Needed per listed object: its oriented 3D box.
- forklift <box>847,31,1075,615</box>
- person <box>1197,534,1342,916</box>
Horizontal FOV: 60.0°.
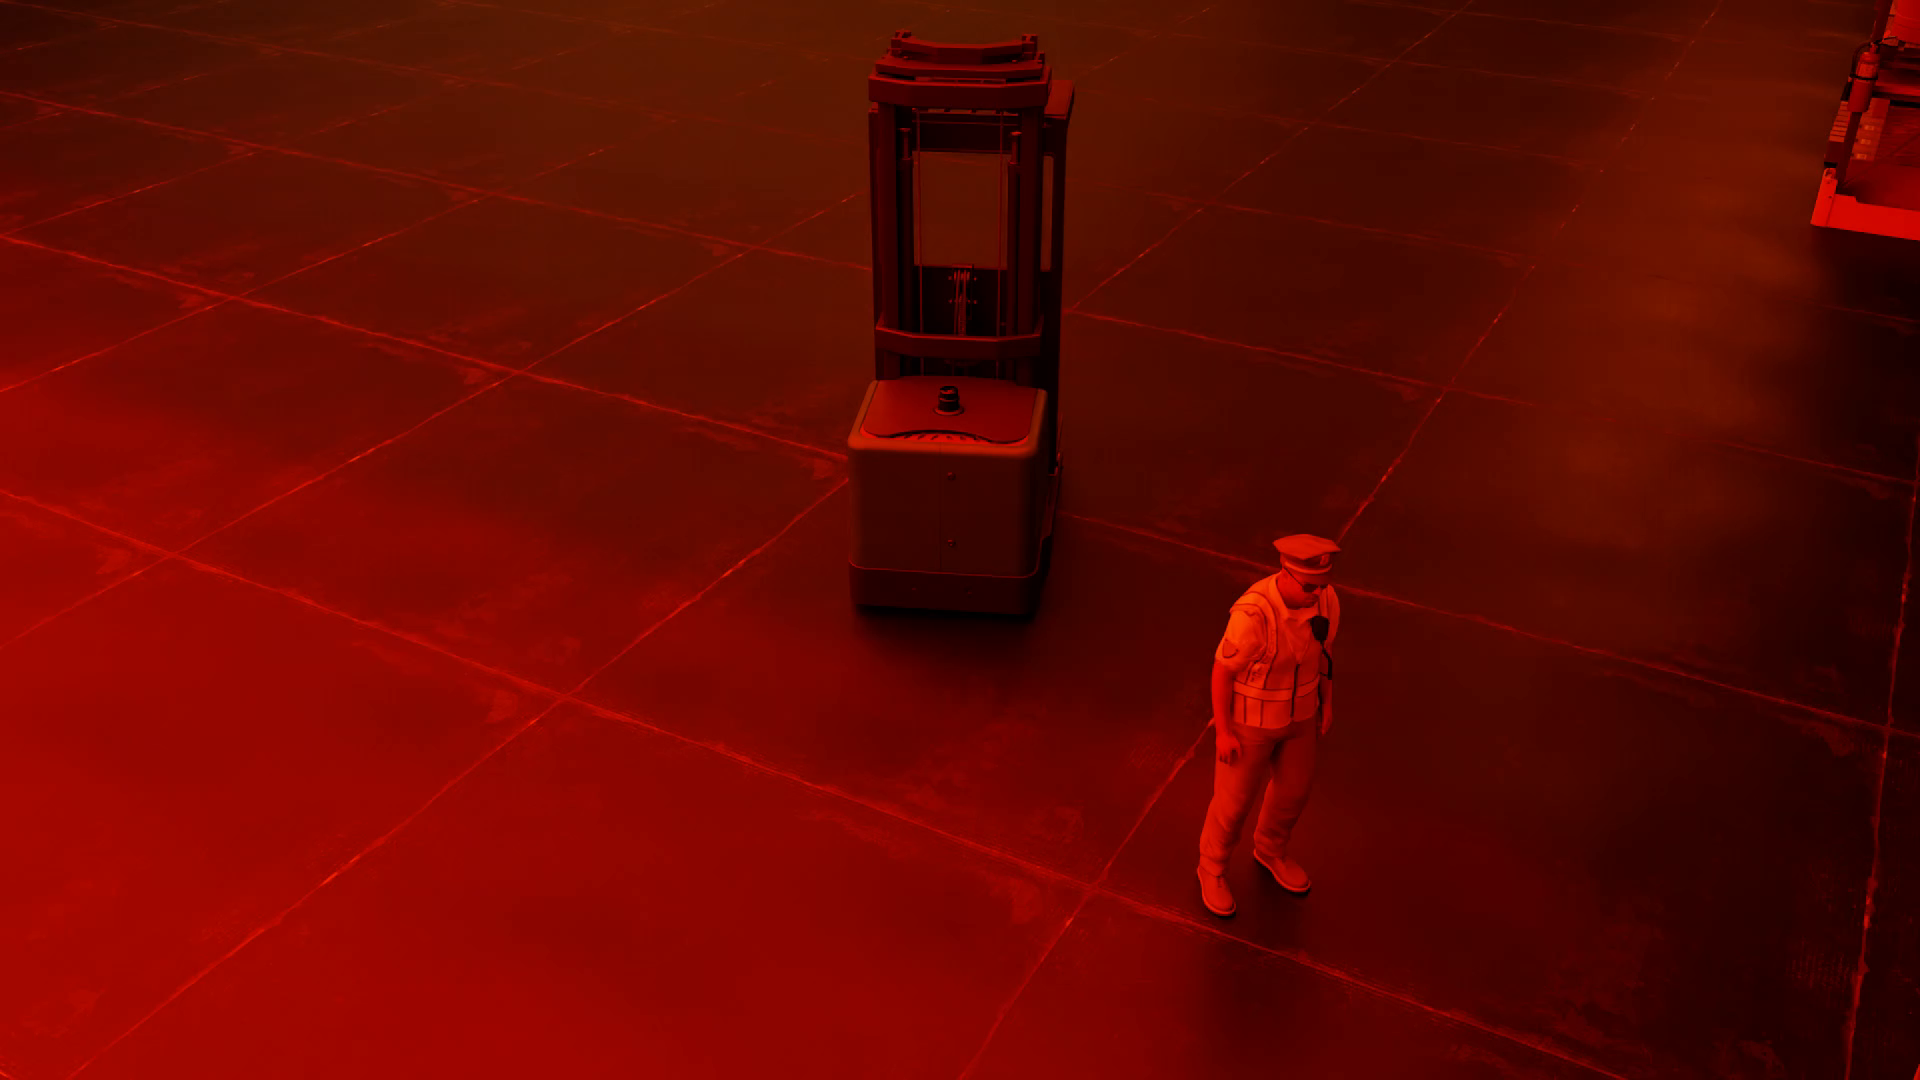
[{"bbox_3d":[0.072,-1.572,9.794,1.130,2.935,3.031,3,30,6],"label":"forklift"},{"bbox_3d":[1.299,0.730,6.986,0.607,1.750,0.438,-13,33,-22],"label":"person"}]
